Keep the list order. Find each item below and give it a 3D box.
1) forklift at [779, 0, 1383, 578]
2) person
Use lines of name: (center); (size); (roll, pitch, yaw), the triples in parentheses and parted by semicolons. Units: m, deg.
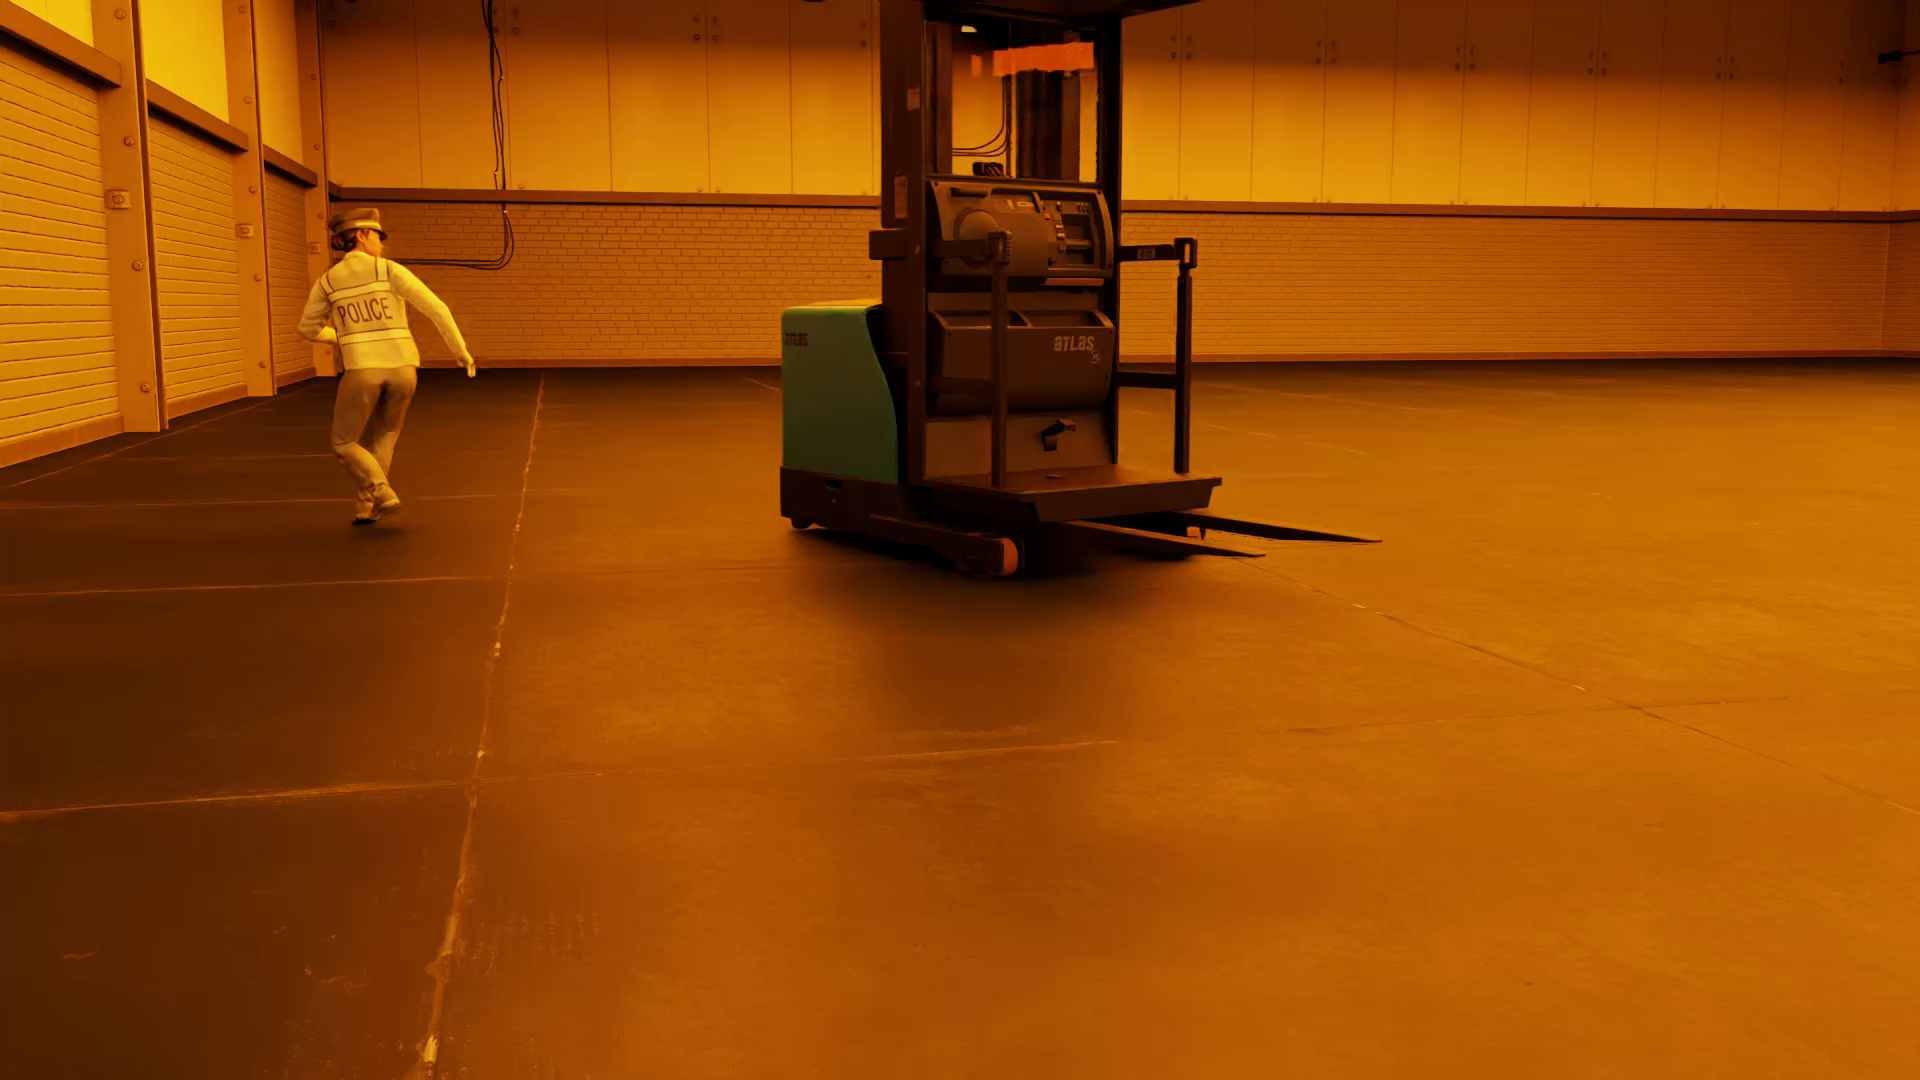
forklift: (0.399, -1.375, 6.954); (1.130, 2.935, 3.031); (-6, 10, -35)
person: (-2.830, -0.846, 8.222); (0.814, 1.552, 0.802); (-3, 9, -22)
